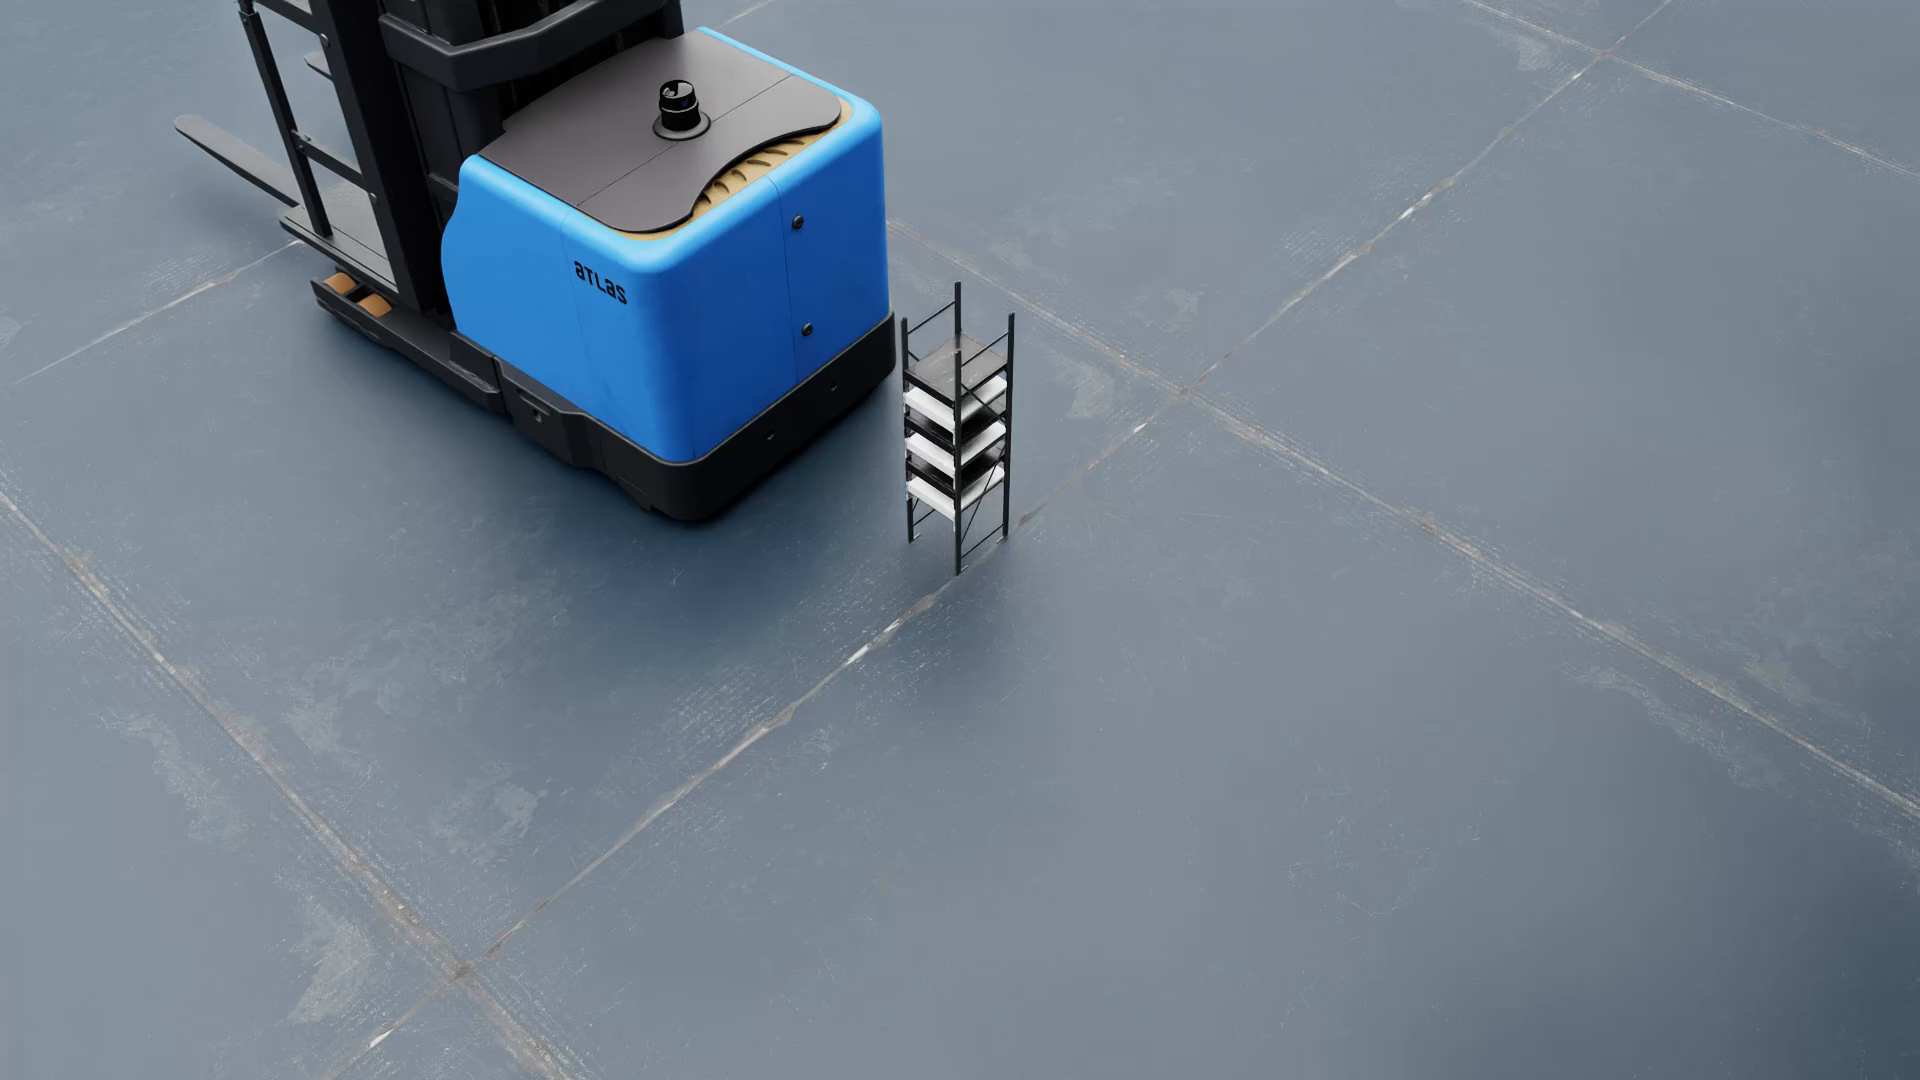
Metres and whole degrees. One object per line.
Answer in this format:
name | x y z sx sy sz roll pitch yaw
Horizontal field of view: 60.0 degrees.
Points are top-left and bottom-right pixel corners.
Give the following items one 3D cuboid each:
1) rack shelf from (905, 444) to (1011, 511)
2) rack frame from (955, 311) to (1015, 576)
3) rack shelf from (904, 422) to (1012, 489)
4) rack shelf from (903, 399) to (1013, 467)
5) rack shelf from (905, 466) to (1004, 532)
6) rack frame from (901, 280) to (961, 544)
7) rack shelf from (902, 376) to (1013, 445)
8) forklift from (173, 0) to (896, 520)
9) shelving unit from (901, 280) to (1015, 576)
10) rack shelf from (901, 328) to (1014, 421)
rack shelf | -0.006 -0.228 5.016 0.200 0.077 0.258 34 55 28
rack frame | 0.069 -0.262 4.879 0.006 0.900 0.240 34 55 28
rack shelf | -0.006 -0.289 4.950 0.200 0.077 0.258 34 55 28
rack shelf | -0.006 -0.351 4.884 0.200 0.077 0.258 34 55 28
rack shelf | -0.006 -0.166 5.081 0.200 0.077 0.258 34 55 28
rack frame | -0.081 -0.362 4.973 0.006 0.900 0.240 34 55 28
rack shelf | -0.006 -0.412 4.819 0.200 0.077 0.258 34 55 28
forklift | -1.683 -1.976 5.094 3.031 2.935 1.130 31 54 26
shelving unit | -0.006 -0.312 4.926 0.210 0.900 0.258 34 55 28
rack shelf | -0.006 -0.474 4.753 0.200 0.077 0.258 34 55 28
